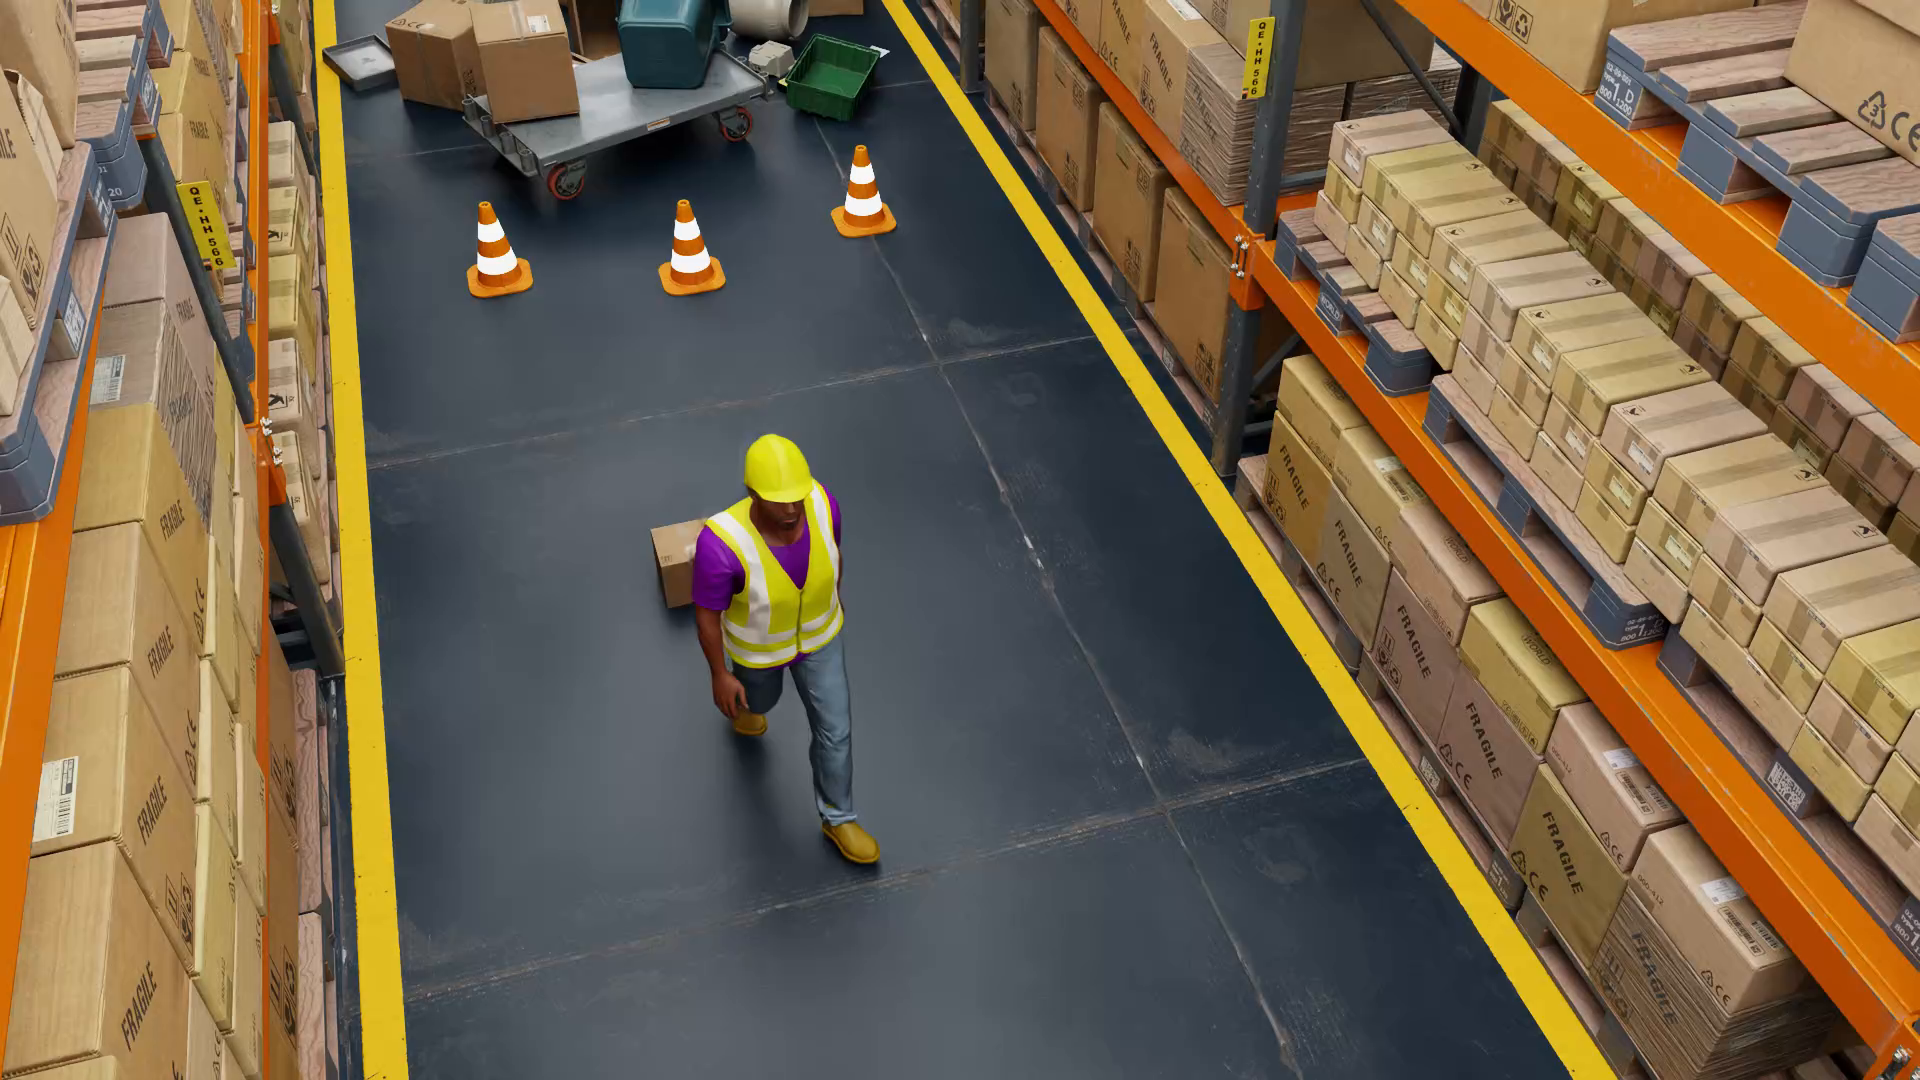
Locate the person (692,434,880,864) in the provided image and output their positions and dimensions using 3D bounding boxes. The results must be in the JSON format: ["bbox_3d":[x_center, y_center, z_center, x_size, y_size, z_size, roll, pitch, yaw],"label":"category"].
[{"bbox_3d":[-0.644,0.311,5.808,0.594,1.729,1.025,-20,46,-21],"label":"person"}]
